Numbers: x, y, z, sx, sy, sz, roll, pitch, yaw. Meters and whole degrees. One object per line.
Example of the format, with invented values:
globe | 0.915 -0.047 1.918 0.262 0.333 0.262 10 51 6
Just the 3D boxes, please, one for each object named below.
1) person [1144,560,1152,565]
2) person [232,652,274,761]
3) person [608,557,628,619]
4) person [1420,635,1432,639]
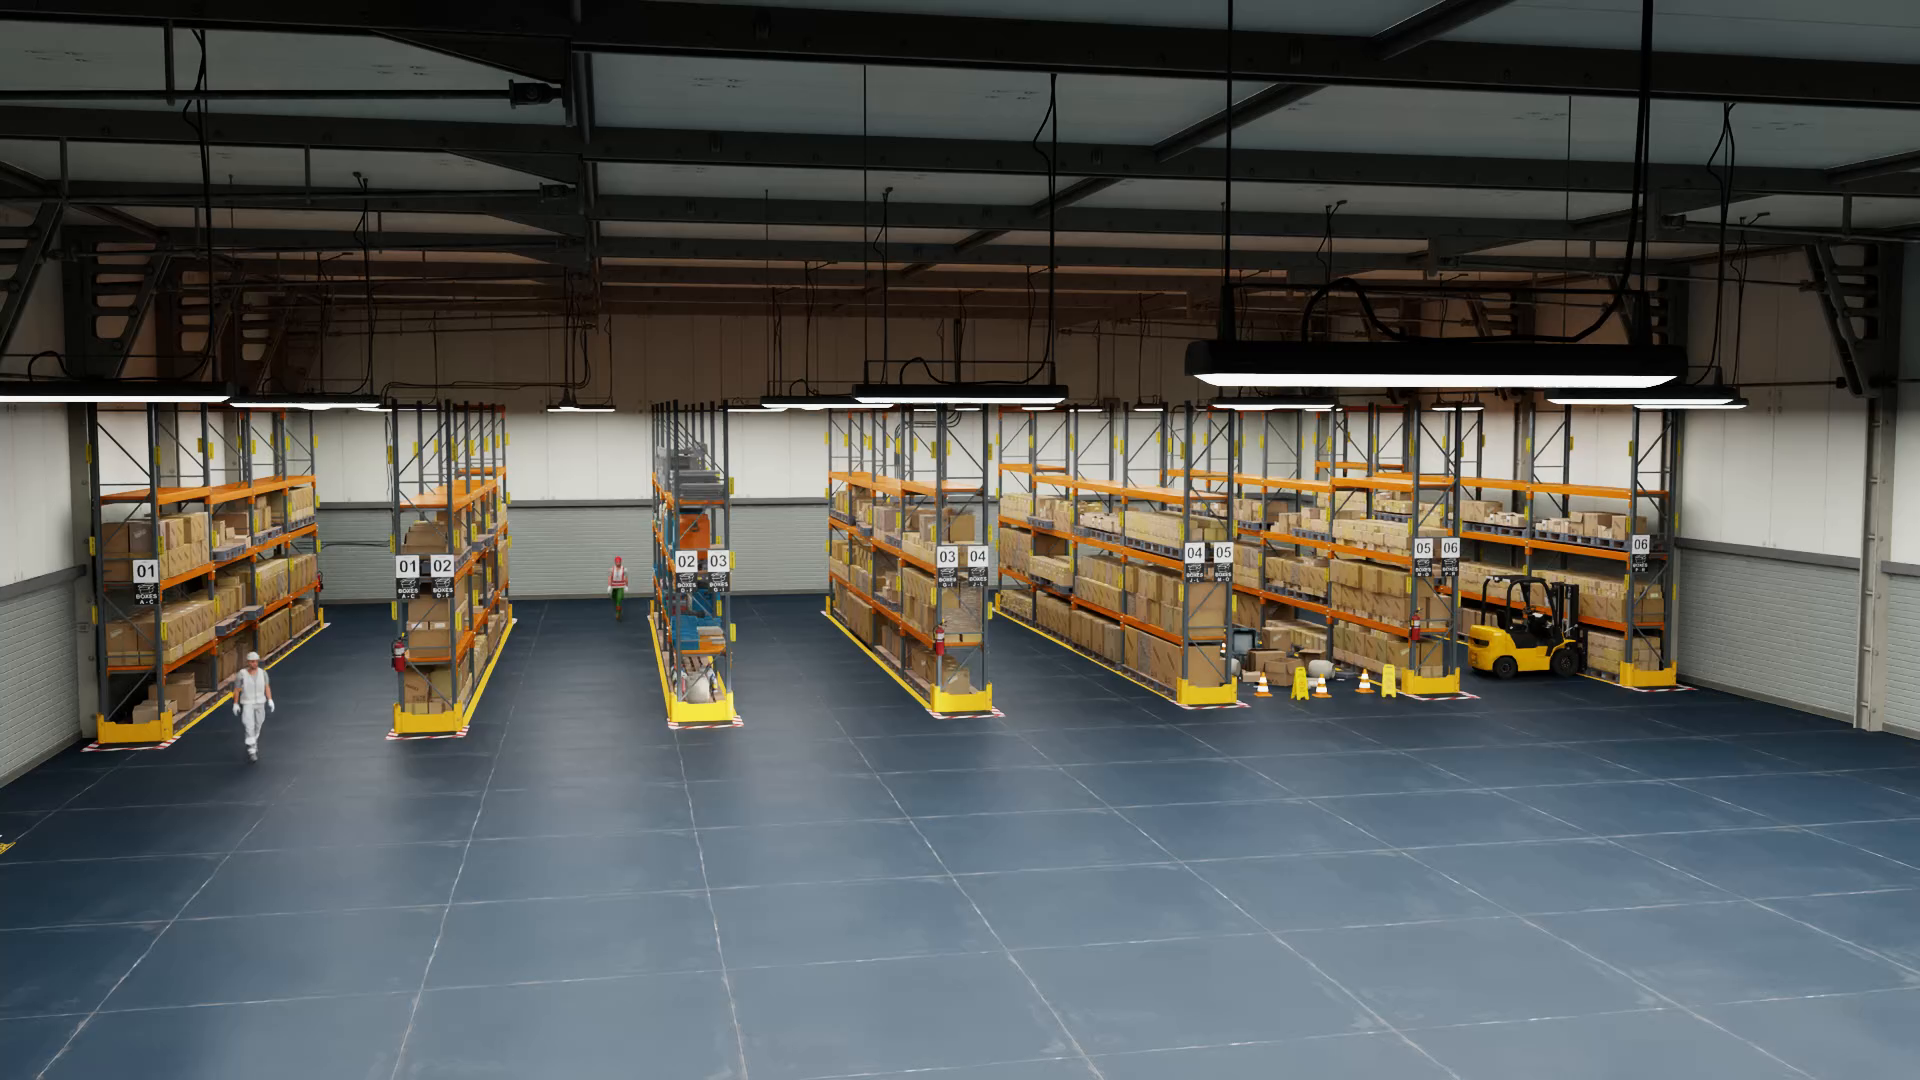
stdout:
person | 5.403 1.349 46.443 0.652 1.792 0.665 3 5 31
person | -11.774 2.745 27.726 0.580 1.753 0.937 -4 6 -44
person | -9.586 1.330 46.635 0.512 1.739 1.078 0 4 5
person | 10.746 2.020 38.459 0.471 1.594 0.850 -2 5 -28
